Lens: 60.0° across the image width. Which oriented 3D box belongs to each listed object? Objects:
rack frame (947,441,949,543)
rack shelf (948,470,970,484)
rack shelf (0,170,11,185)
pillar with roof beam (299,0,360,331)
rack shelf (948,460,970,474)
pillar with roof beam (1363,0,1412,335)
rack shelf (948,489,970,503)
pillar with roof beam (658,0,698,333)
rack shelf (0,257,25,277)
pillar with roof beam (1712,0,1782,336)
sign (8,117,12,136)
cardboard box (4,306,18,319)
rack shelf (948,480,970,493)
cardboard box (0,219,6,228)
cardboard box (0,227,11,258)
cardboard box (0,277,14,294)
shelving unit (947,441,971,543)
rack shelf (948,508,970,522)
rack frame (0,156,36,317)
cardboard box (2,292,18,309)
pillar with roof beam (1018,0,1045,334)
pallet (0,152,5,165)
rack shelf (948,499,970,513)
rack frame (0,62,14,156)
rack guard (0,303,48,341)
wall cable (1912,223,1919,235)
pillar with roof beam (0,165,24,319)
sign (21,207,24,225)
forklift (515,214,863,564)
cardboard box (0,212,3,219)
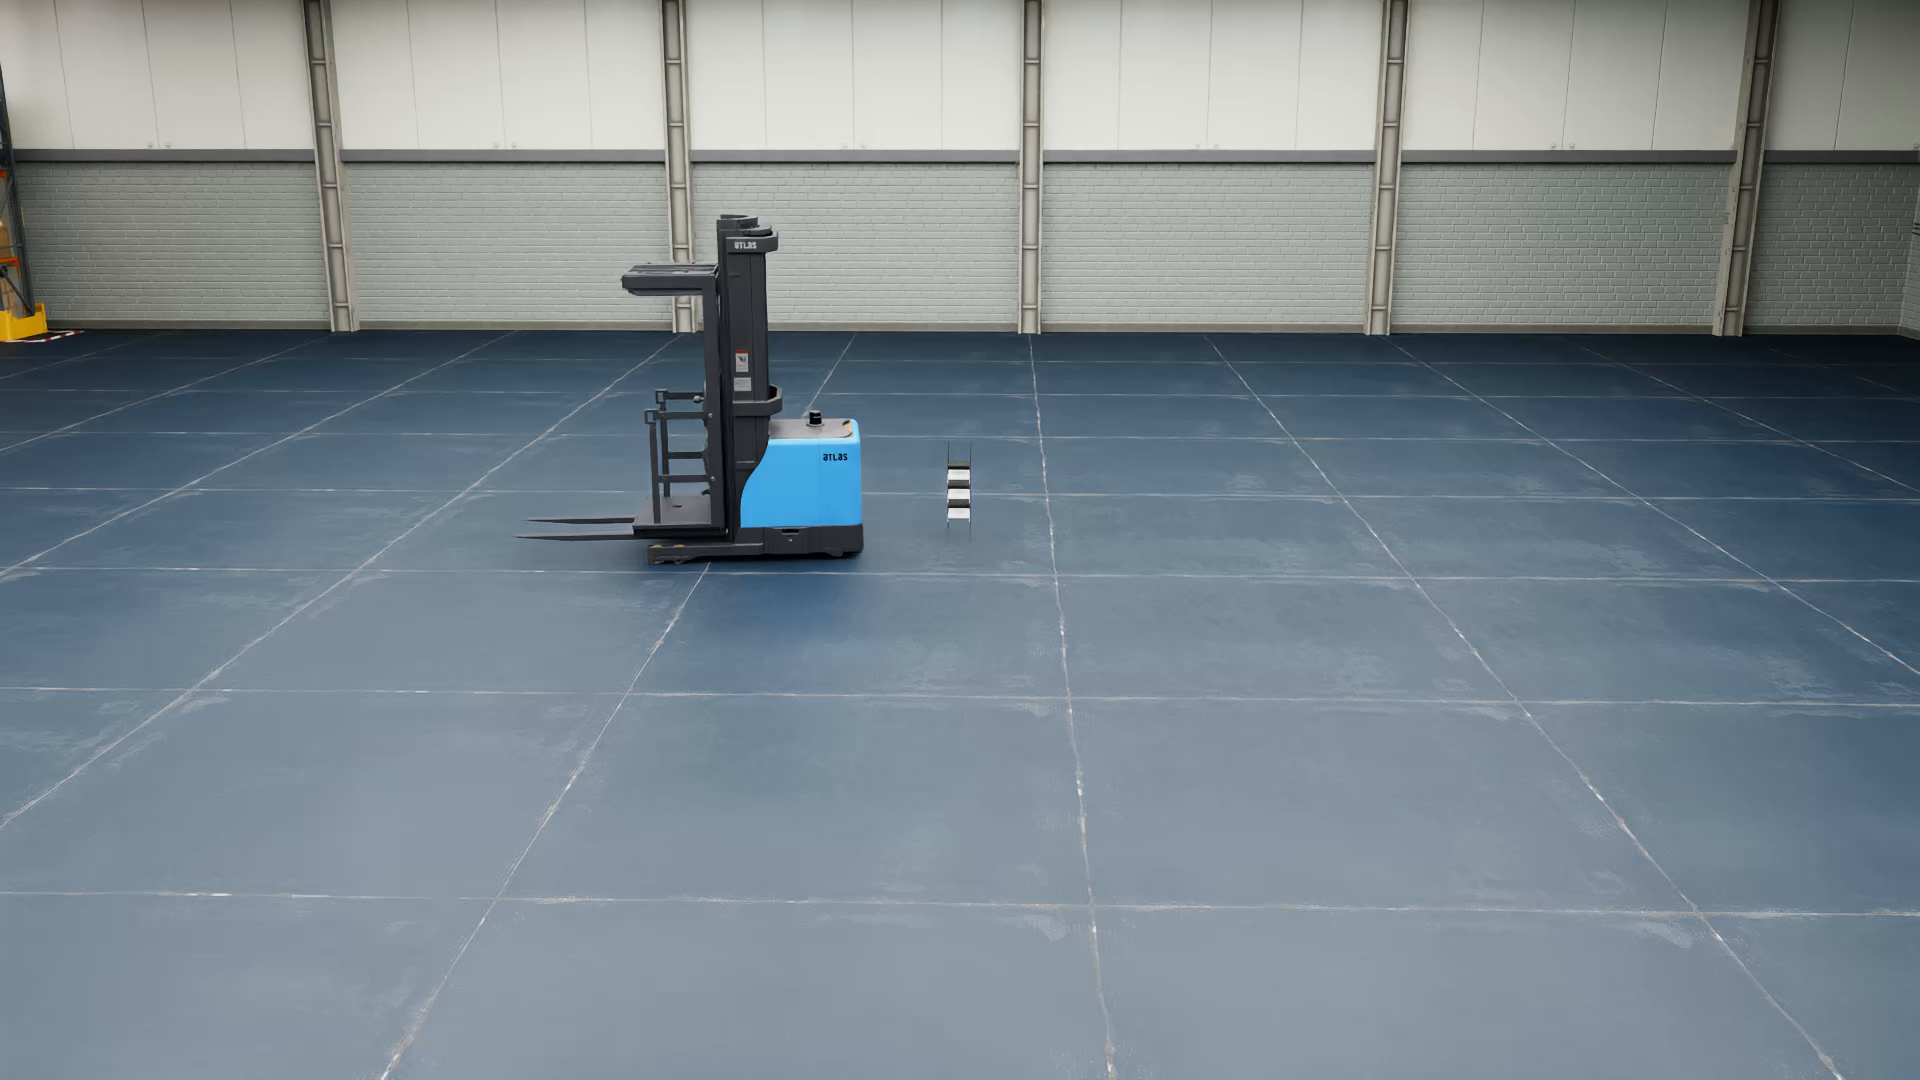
[{"bbox_3d":[-0.110,-0.436,15.138,0.006,0.900,0.240,0,15,1],"label":"rack frame"},{"bbox_3d":[-0.008,-0.577,15.098,0.200,0.077,0.258,0,15,1],"label":"rack shelf"},{"bbox_3d":[-18.116,-6.057,27.856,4.000,0.370,1.077,0,15,1],"label":"rack shelf"},{"bbox_3d":[-10.902,-6.939,23.912,0.400,9.000,9.100,0,15,1],"label":"pillar with roof beam"},{"bbox_3d":[-0.008,-0.664,15.075,0.200,0.077,0.258,0,15,1],"label":"rack shelf"},{"bbox_3d":[7.092,-6.822,23.467,0.400,9.000,9.100,0,15,1],"label":"pillar with roof beam"},{"bbox_3d":[-0.008,-0.403,15.144,0.200,0.077,0.258,0,15,1],"label":"rack shelf"},{"bbox_3d":[-4.904,-6.900,23.763,0.400,9.000,9.100,0,15,1],"label":"pillar with roof beam"},{"bbox_3d":[-18.116,-4.606,28.239,4.000,0.370,1.077,0,15,1],"label":"rack shelf"},{"bbox_3d":[13.090,-6.783,23.319,0.400,9.000,9.100,0,15,1],"label":"pillar with roof beam"},{"bbox_3d":[-16.097,-6.994,28.130,0.005,0.325,0.100,0,15,1],"label":"sign"},{"bbox_3d":[-16.603,-3.868,28.596,0.500,0.250,0.500,0,15,2],"label":"cardboard box"},{"bbox_3d":[-0.008,-0.490,15.121,0.200,0.077,0.258,0,15,1],"label":"rack shelf"},{"bbox_3d":[-16.449,-5.371,28.261,0.250,0.149,0.380,0,15,0],"label":"cardboard box"},{"bbox_3d":[-16.605,-5.063,28.366,0.500,0.500,0.500,1,15,3],"label":"cardboard box"},{"bbox_3d":[-16.593,-4.349,28.462,0.500,0.250,0.500,0,15,1],"label":"cardboard box"},{"bbox_3d":[-0.008,-0.435,15.135,0.210,0.900,0.258,0,15,1],"label":"shelving unit"},{"bbox_3d":[-0.008,-0.229,15.190,0.200,0.077,0.258,0,15,1],"label":"rack shelf"},{"bbox_3d":[-16.117,-4.941,28.098,0.127,3.000,1.000,0,15,1],"label":"rack frame"},{"bbox_3d":[-16.582,-4.112,28.544,0.500,0.250,0.500,1,15,2],"label":"cardboard box"},{"bbox_3d":[1.094,-6.861,23.615,0.400,9.000,9.100,0,15,1],"label":"pillar with roof beam"},{"bbox_3d":[-16.823,-6.360,27.769,1.213,0.211,1.003,0,15,1],"label":"pallet"},{"bbox_3d":[-0.008,-0.316,15.167,0.200,0.077,0.258,0,15,1],"label":"rack shelf"},{"bbox_3d":[-16.117,-7.842,27.333,0.127,3.000,1.000,0,15,1],"label":"rack frame"},{"bbox_3d":[-16.093,-3.732,28.416,0.348,0.500,1.175,0,15,1],"label":"rack guard"},{"bbox_3d":[16.111,-6.023,26.525,0.112,2.526,3.097,0,15,1],"label":"wall cable"},{"bbox_3d":[-16.900,-6.978,24.060,0.400,9.000,9.100,0,15,1],"label":"pillar with roof beam"},{"bbox_3d":[-16.097,-5.539,28.514,0.005,0.325,0.100,0,15,1],"label":"sign"},{"bbox_3d":[-2.398,-1.347,14.611,3.031,2.935,1.130,-1,15,-5],"label":"forklift"},{"bbox_3d":[-16.447,-5.503,28.179,0.250,0.149,0.380,0,15,0],"label":"cardboard box"}]
